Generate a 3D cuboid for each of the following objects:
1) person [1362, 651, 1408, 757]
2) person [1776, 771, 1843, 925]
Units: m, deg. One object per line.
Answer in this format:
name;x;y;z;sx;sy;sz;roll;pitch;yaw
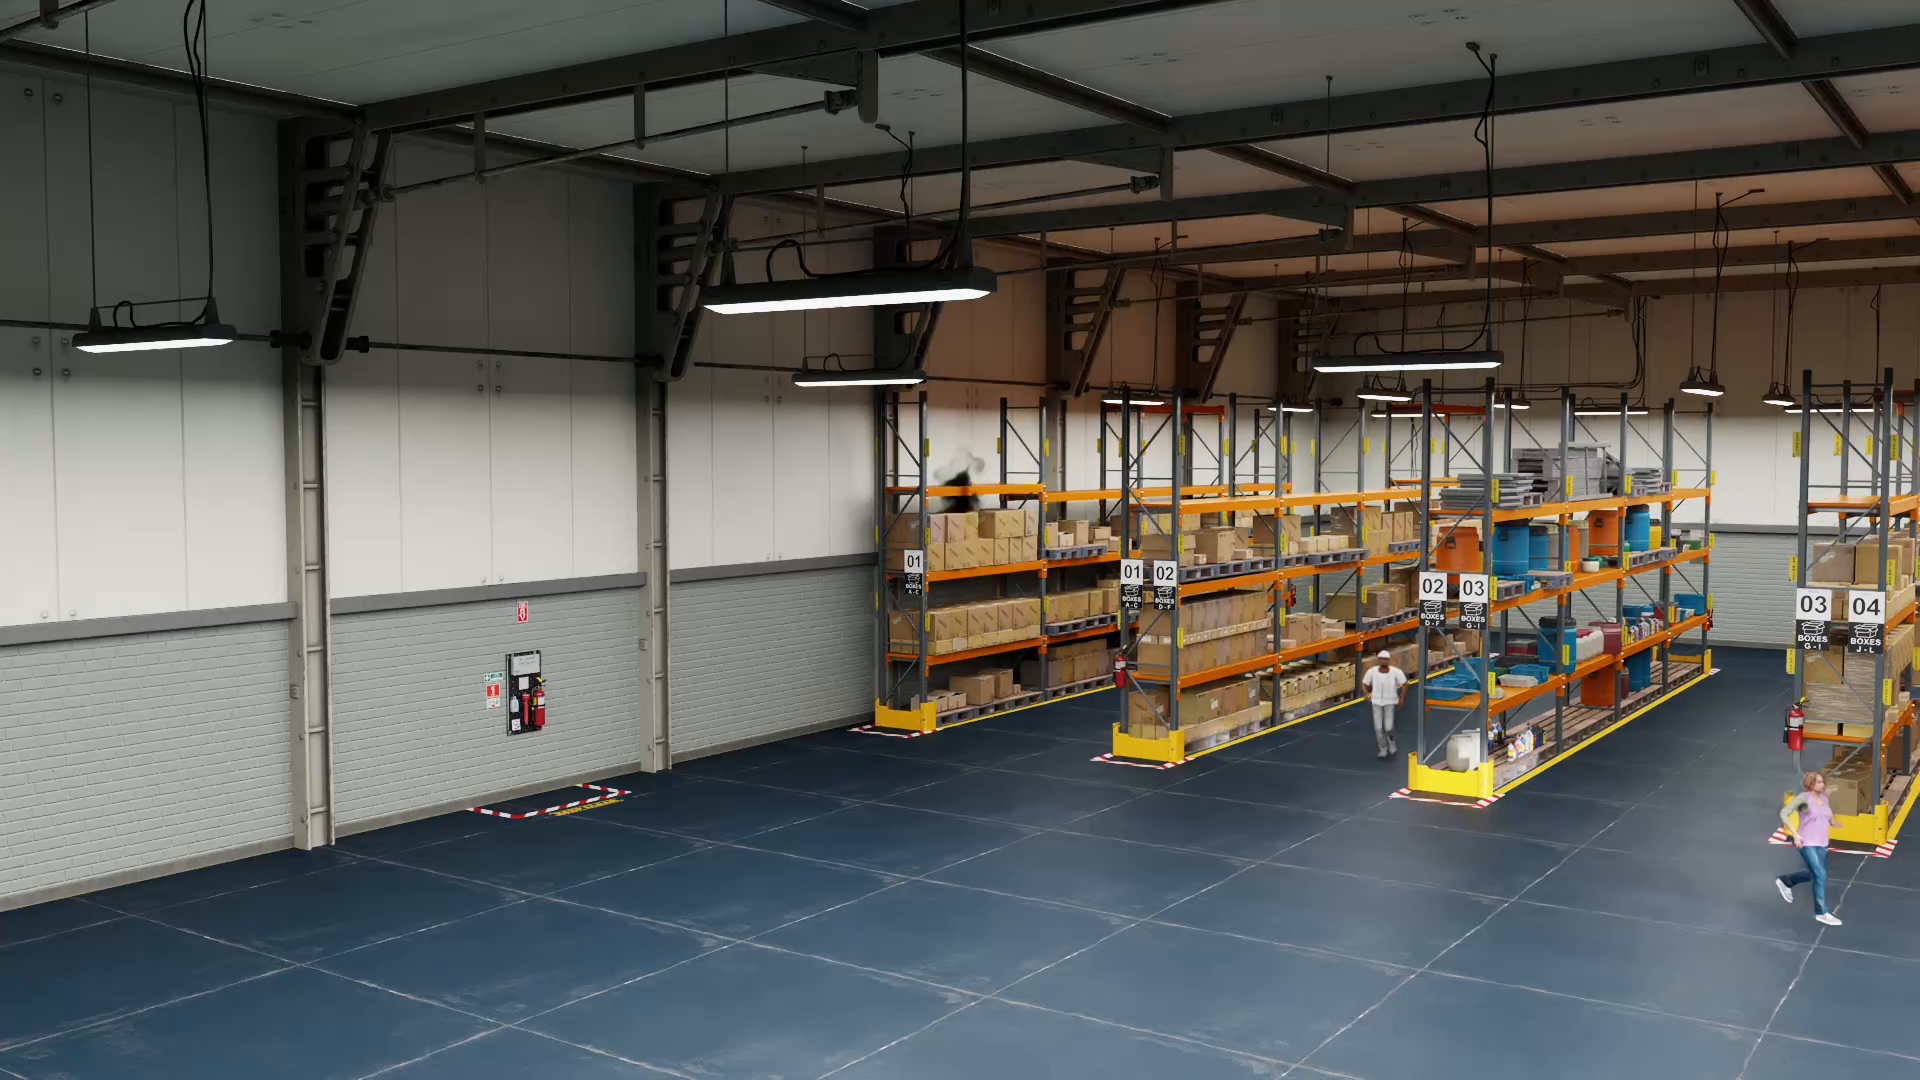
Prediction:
person;6.826;2.642;26.837;0.712;1.725;0.573;1;3;24
person;8.990;3.220;17.640;0.538;1.576;0.804;-1;3;-24
